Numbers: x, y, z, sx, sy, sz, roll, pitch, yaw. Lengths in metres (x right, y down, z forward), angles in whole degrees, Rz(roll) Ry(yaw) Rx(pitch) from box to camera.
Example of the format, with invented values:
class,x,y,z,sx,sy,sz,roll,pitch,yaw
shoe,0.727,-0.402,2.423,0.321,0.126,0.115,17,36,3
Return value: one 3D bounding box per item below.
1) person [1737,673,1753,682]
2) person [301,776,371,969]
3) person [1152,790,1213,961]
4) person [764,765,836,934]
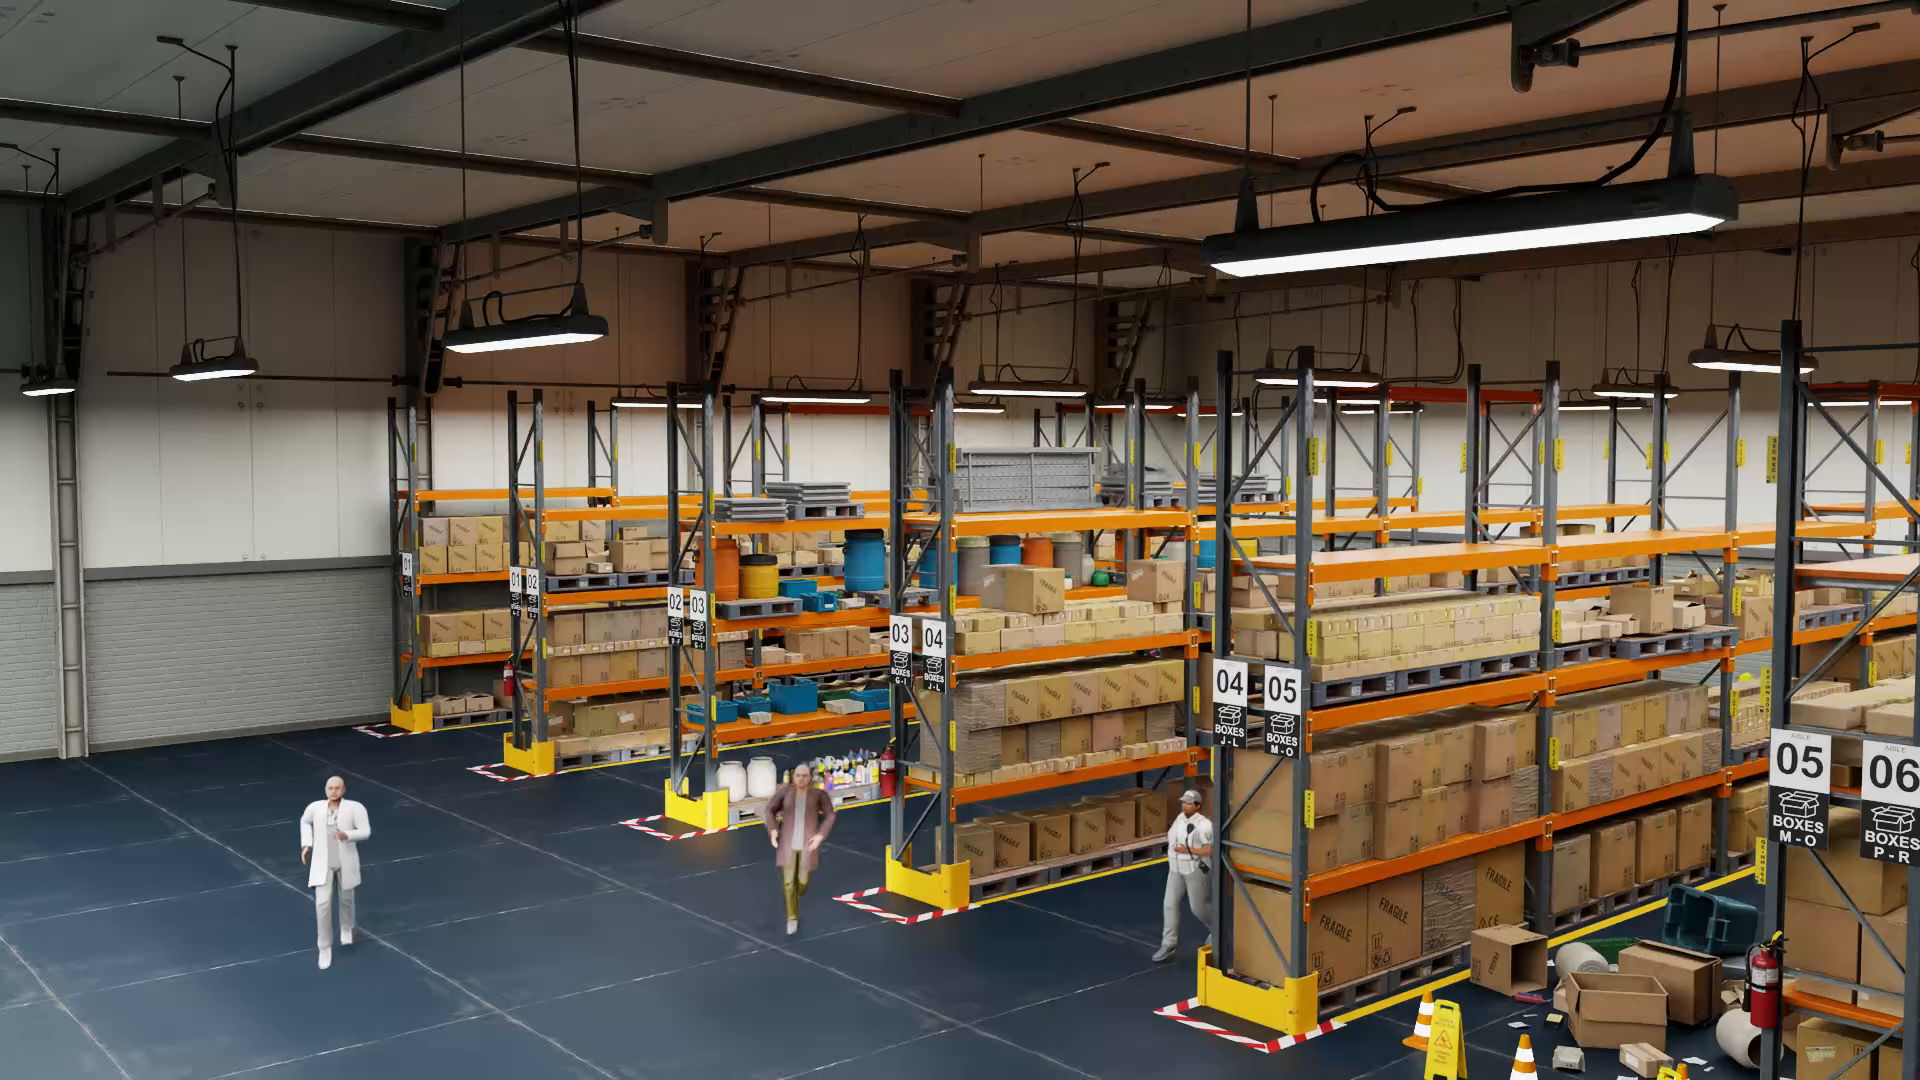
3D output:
class,x,y,z,sx,sy,sz,roll,pitch,yaw
person,12.154,2.856,25.409,1.044,1.725,0.740,-3,5,-44
person,-6.282,3.289,16.739,0.680,1.835,0.897,-1,3,-17
person,2.304,3.334,16.675,0.904,1.662,0.608,-3,4,-41
person,-1.718,3.273,17.847,0.764,1.758,0.791,0,3,-3
